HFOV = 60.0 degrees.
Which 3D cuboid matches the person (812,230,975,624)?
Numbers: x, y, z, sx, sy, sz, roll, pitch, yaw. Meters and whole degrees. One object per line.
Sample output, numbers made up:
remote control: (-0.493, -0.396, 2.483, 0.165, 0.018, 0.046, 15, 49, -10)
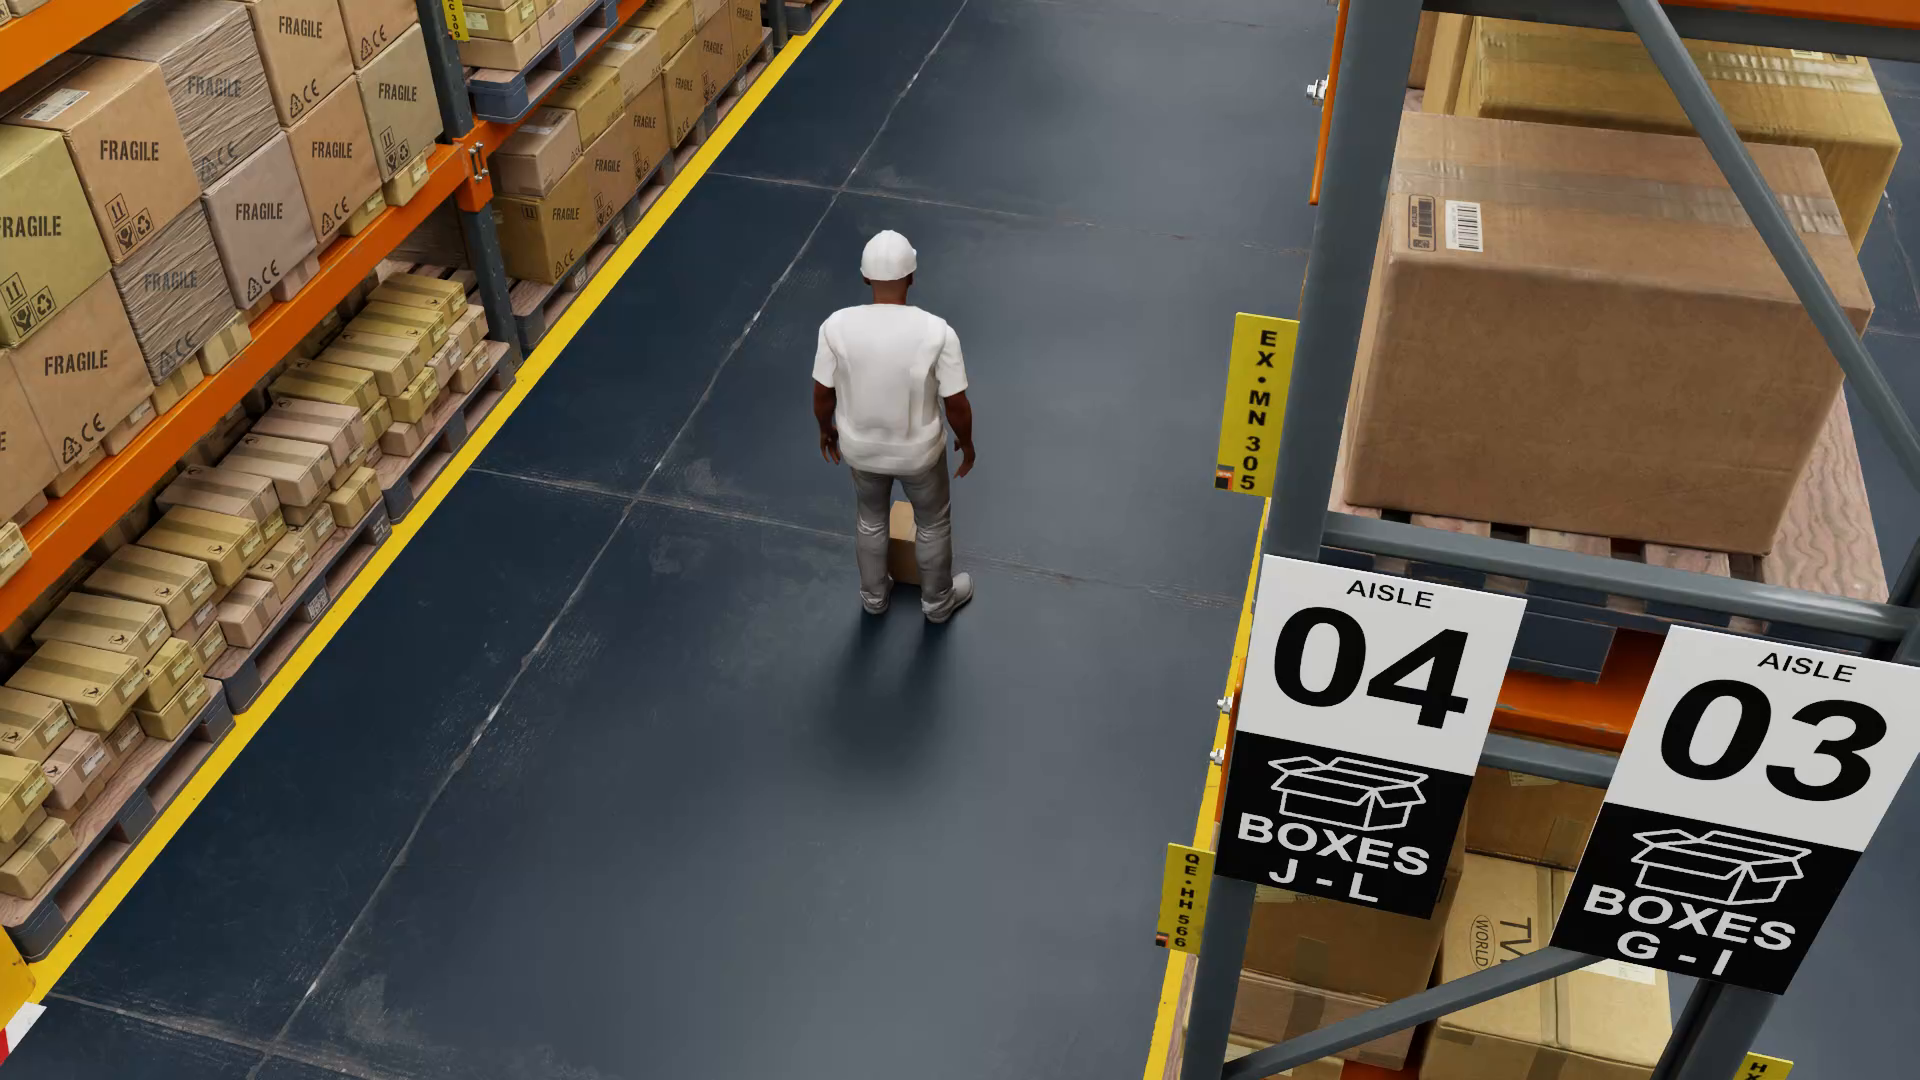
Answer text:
person: (-0.254, -0.410, 6.620, 0.634, 1.759, 0.461, 8, 41, 9)
